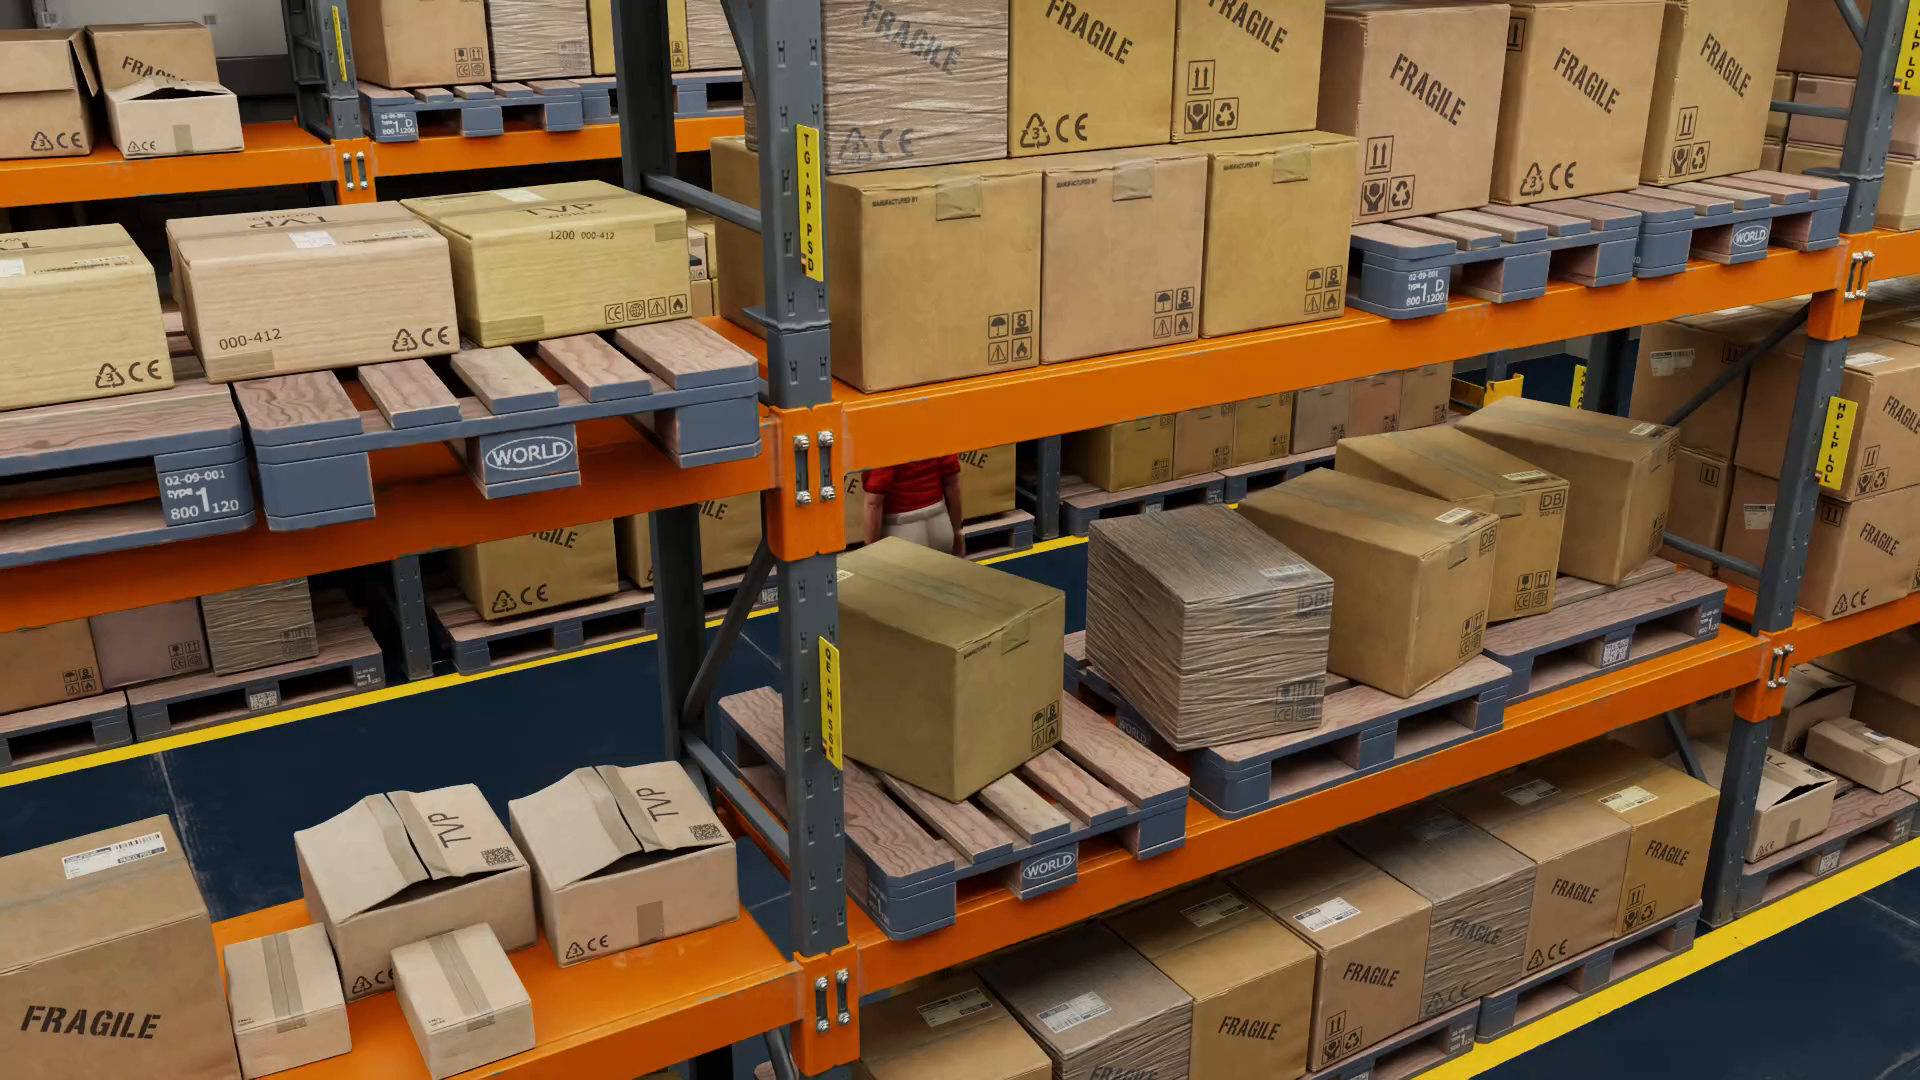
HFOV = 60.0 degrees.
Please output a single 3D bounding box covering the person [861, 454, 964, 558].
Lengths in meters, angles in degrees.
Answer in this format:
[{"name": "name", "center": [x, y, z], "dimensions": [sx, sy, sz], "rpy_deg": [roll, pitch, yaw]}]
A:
[{"name": "person", "center": [-0.274, 0.001, 8.339], "dimensions": [0.580, 1.710, 0.424], "rpy_deg": [-16, 27, -35]}]
